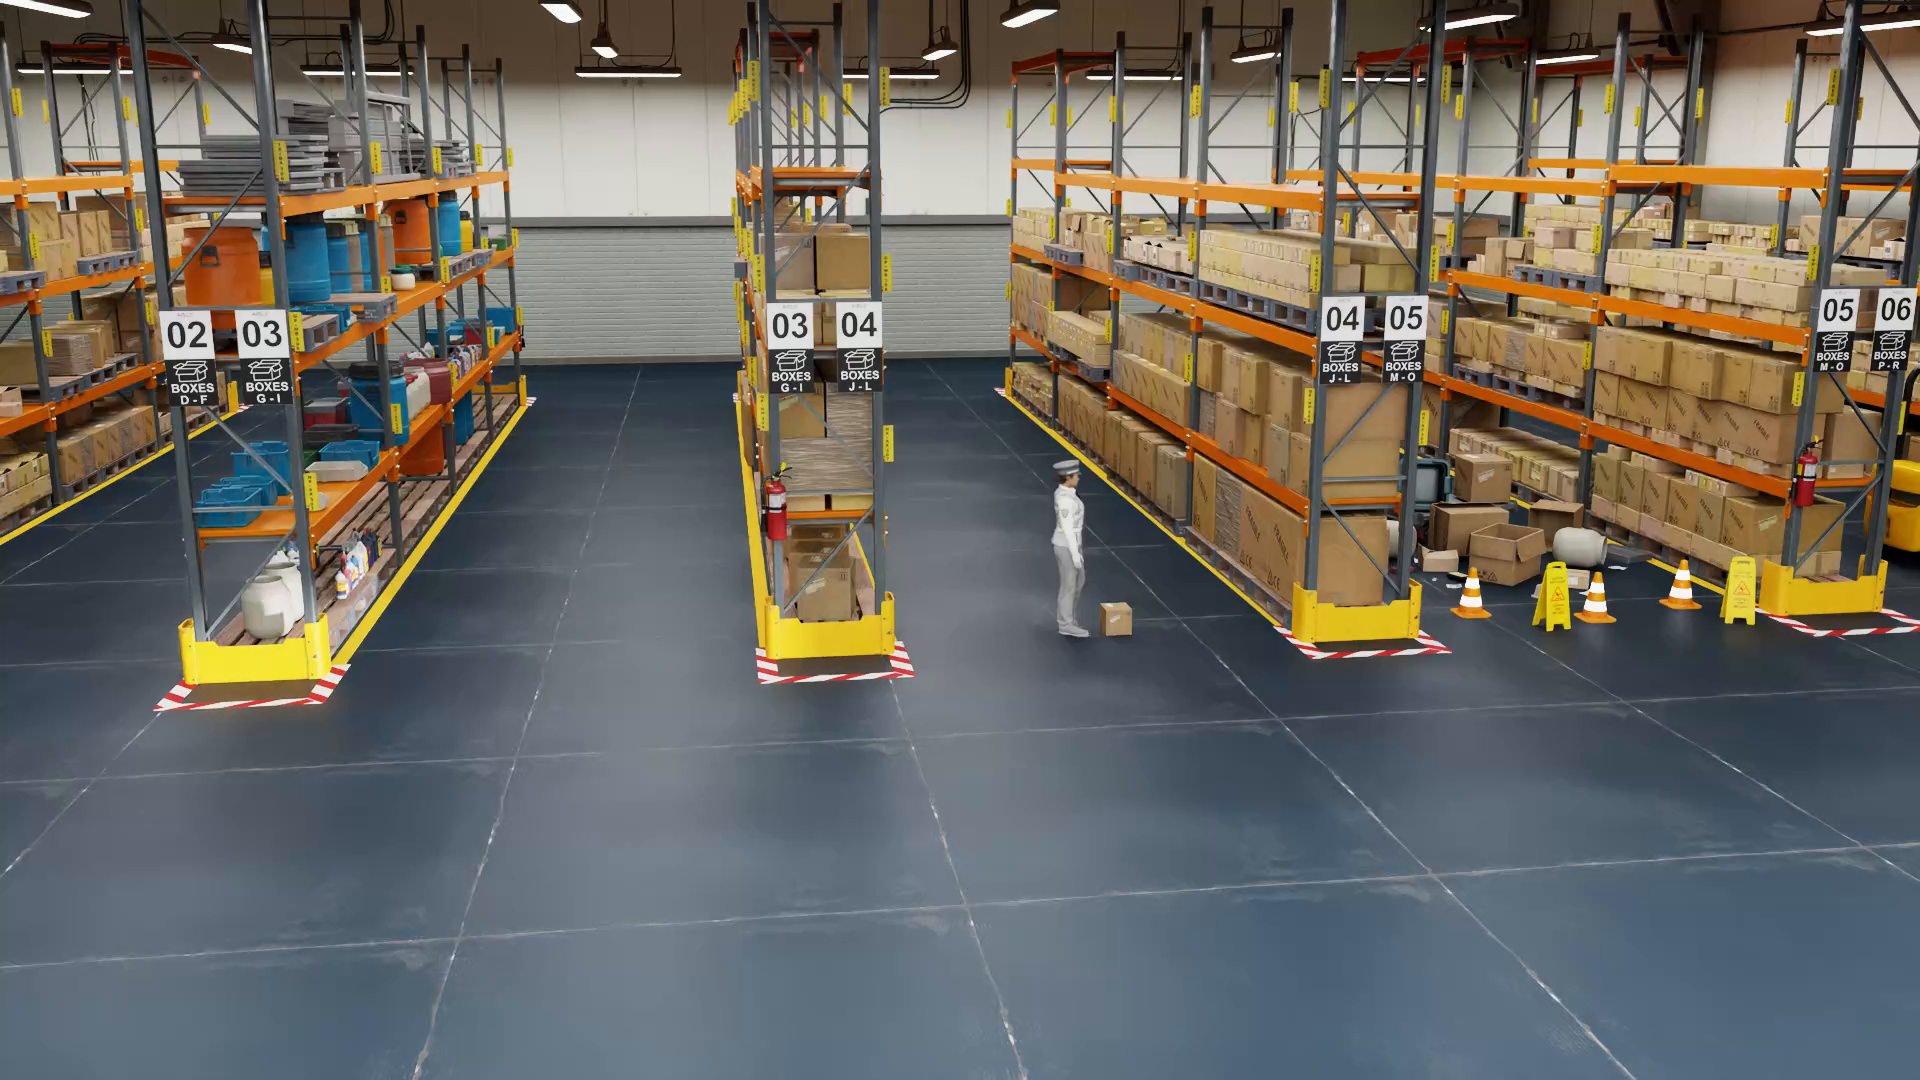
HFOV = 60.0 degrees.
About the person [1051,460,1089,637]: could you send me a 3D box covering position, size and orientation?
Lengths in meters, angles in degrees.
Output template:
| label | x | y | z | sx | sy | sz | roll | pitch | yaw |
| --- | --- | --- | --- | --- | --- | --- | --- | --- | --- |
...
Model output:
| label | x | y | z | sx | sy | sz | roll | pitch | yaw |
| --- | --- | --- | --- | --- | --- | --- | --- | --- | --- |
| person | 1.036 | 0.104 | 15.621 | 0.367 | 1.732 | 0.540 | 1 | 13 | 3 |
